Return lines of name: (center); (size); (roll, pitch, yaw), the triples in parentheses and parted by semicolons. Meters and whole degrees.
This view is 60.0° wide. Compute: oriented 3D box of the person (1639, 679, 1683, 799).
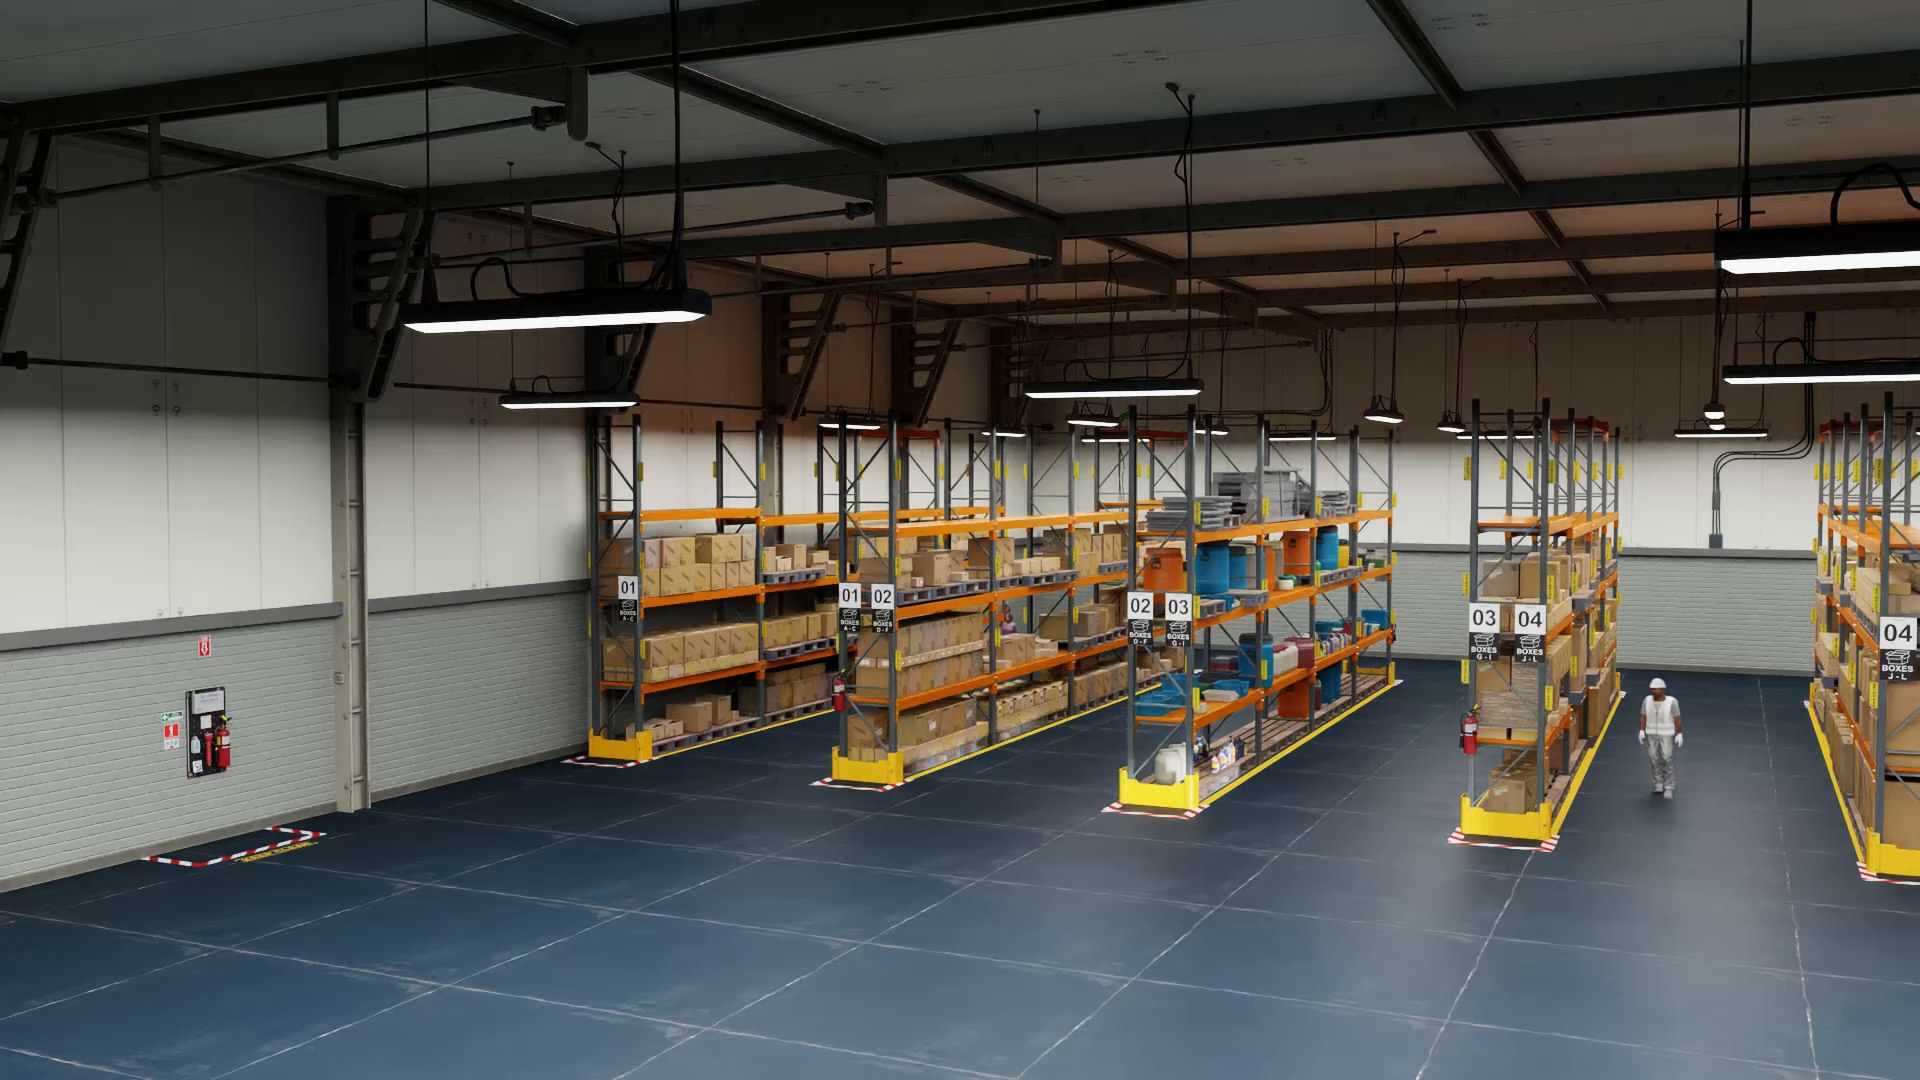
person: (10.816, 3.050, 25.770); (0.622, 1.787, 0.656); (2, 3, 42)

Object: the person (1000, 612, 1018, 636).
person: (1.159, 2.542, 40.704); (0.448, 1.538, 1.014); (1, 3, 29)
